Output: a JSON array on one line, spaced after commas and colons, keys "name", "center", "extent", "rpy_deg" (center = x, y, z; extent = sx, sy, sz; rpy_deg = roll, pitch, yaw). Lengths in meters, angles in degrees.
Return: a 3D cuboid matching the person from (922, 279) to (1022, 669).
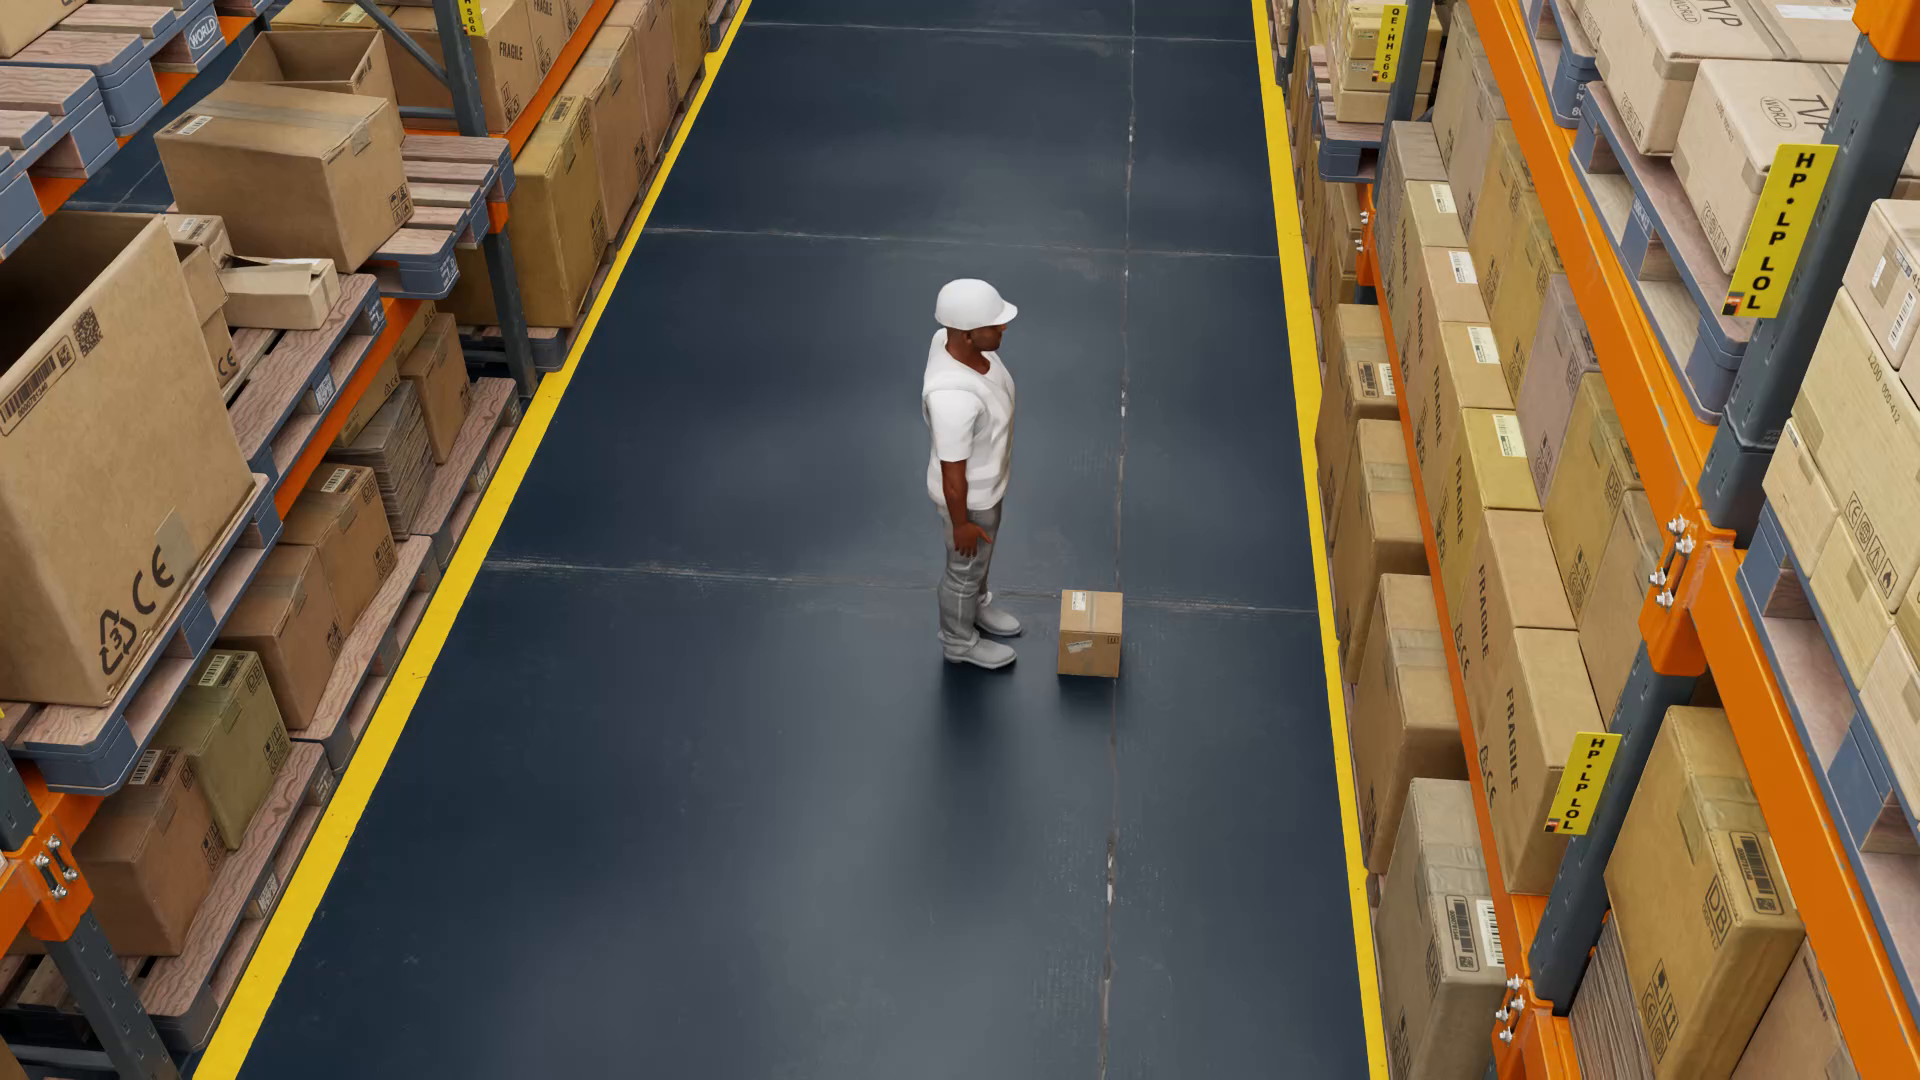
[{"name": "person", "center": [0.060, -0.221, 6.403], "extent": [0.384, 1.775, 0.583], "rpy_deg": [3, 40, 4]}]
